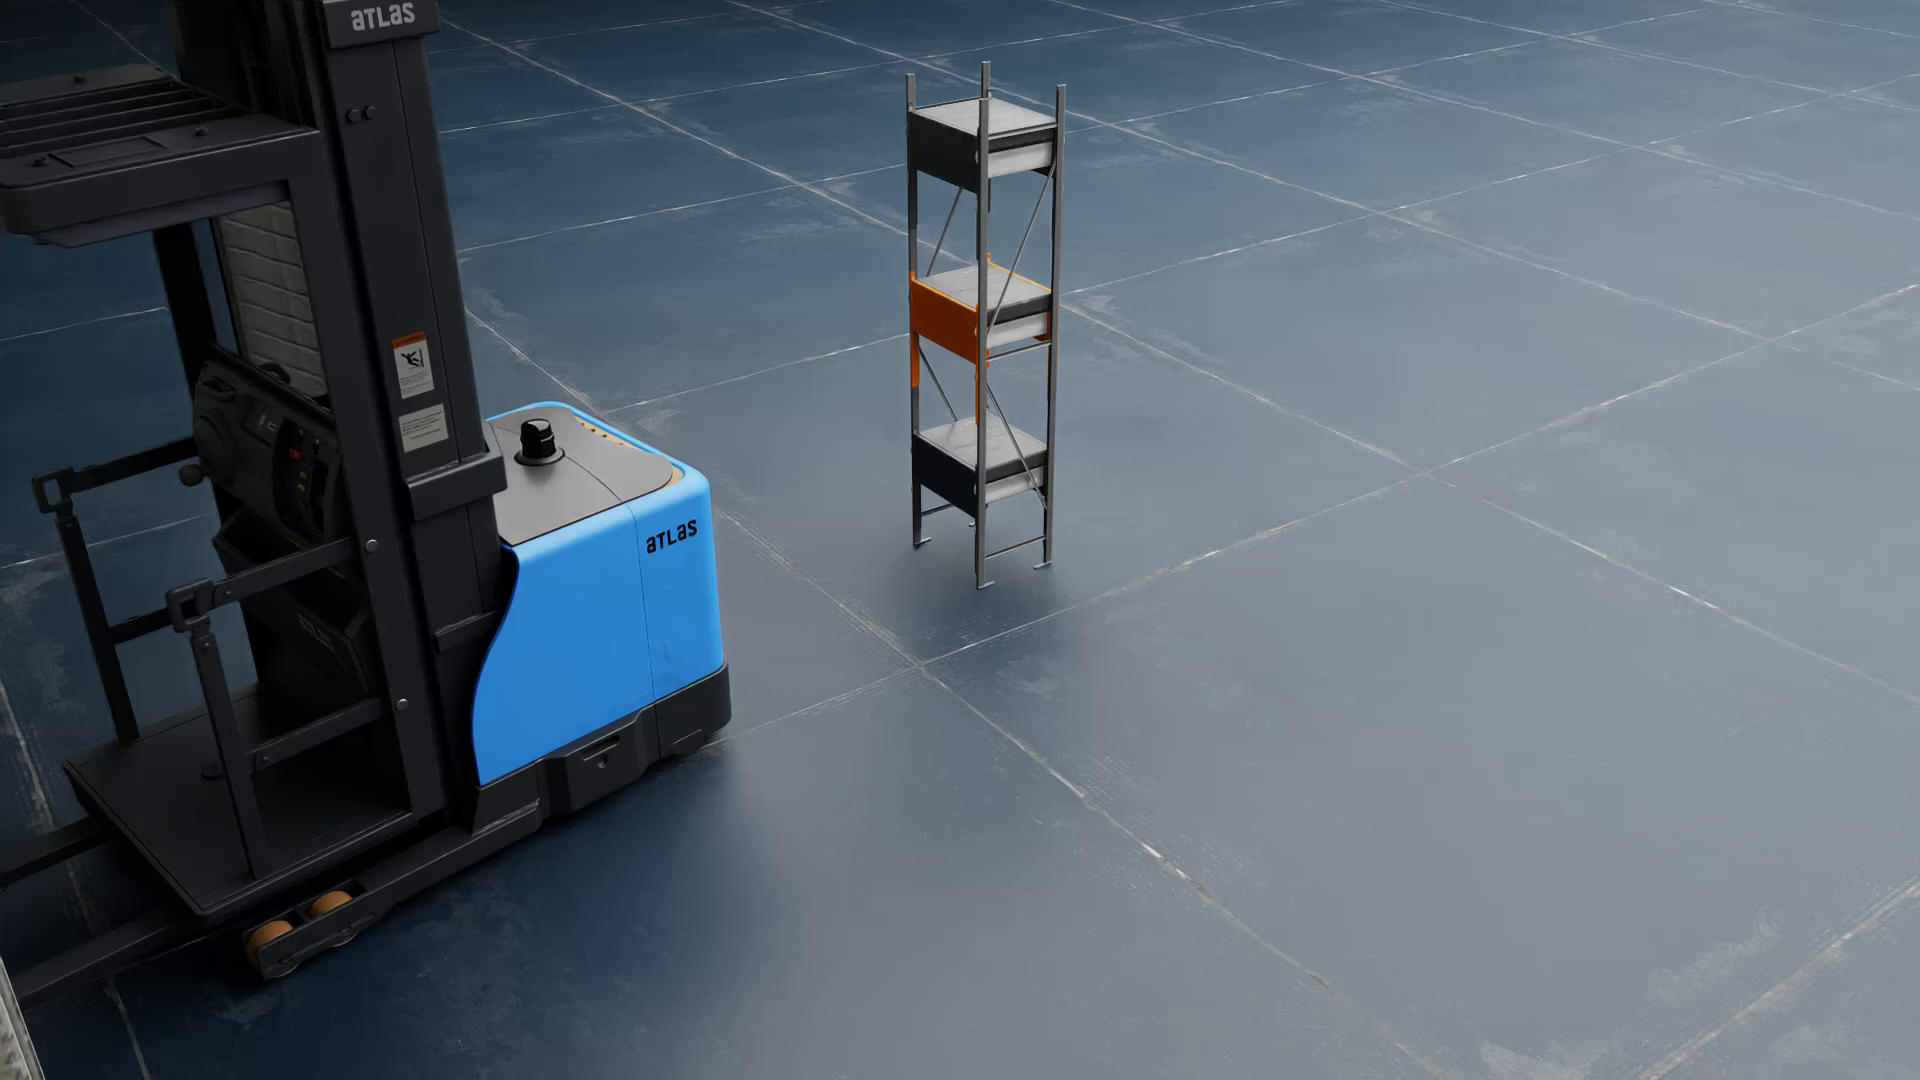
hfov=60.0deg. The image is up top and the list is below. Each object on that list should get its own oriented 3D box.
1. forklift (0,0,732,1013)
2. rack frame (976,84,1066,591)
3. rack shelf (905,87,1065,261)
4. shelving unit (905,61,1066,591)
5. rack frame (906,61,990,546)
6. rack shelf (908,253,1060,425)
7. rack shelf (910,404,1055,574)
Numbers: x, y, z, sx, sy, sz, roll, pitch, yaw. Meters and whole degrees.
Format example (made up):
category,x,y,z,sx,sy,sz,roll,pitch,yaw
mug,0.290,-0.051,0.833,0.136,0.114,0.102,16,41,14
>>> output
category,x,y,z,sx,sy,sz,roll,pitch,yaw
forklift,-2.245,-0.230,4.903,1.130,2.935,3.031,25,37,38
rack frame,0.238,-0.763,6.757,0.400,2.100,0.015,-19,34,-31
rack shelf,0.096,-1.461,6.604,0.431,0.518,0.480,-19,34,-31
shelving unit,0.096,-0.858,6.932,0.431,2.100,0.503,-19,34,-31
rack frame,-0.046,-0.953,7.106,0.400,2.100,0.015,-19,34,-31
rack shelf,0.096,-0.846,6.938,0.431,0.518,0.480,-19,34,-31
rack shelf,0.096,-0.231,7.272,0.431,0.518,0.480,-19,34,-31
